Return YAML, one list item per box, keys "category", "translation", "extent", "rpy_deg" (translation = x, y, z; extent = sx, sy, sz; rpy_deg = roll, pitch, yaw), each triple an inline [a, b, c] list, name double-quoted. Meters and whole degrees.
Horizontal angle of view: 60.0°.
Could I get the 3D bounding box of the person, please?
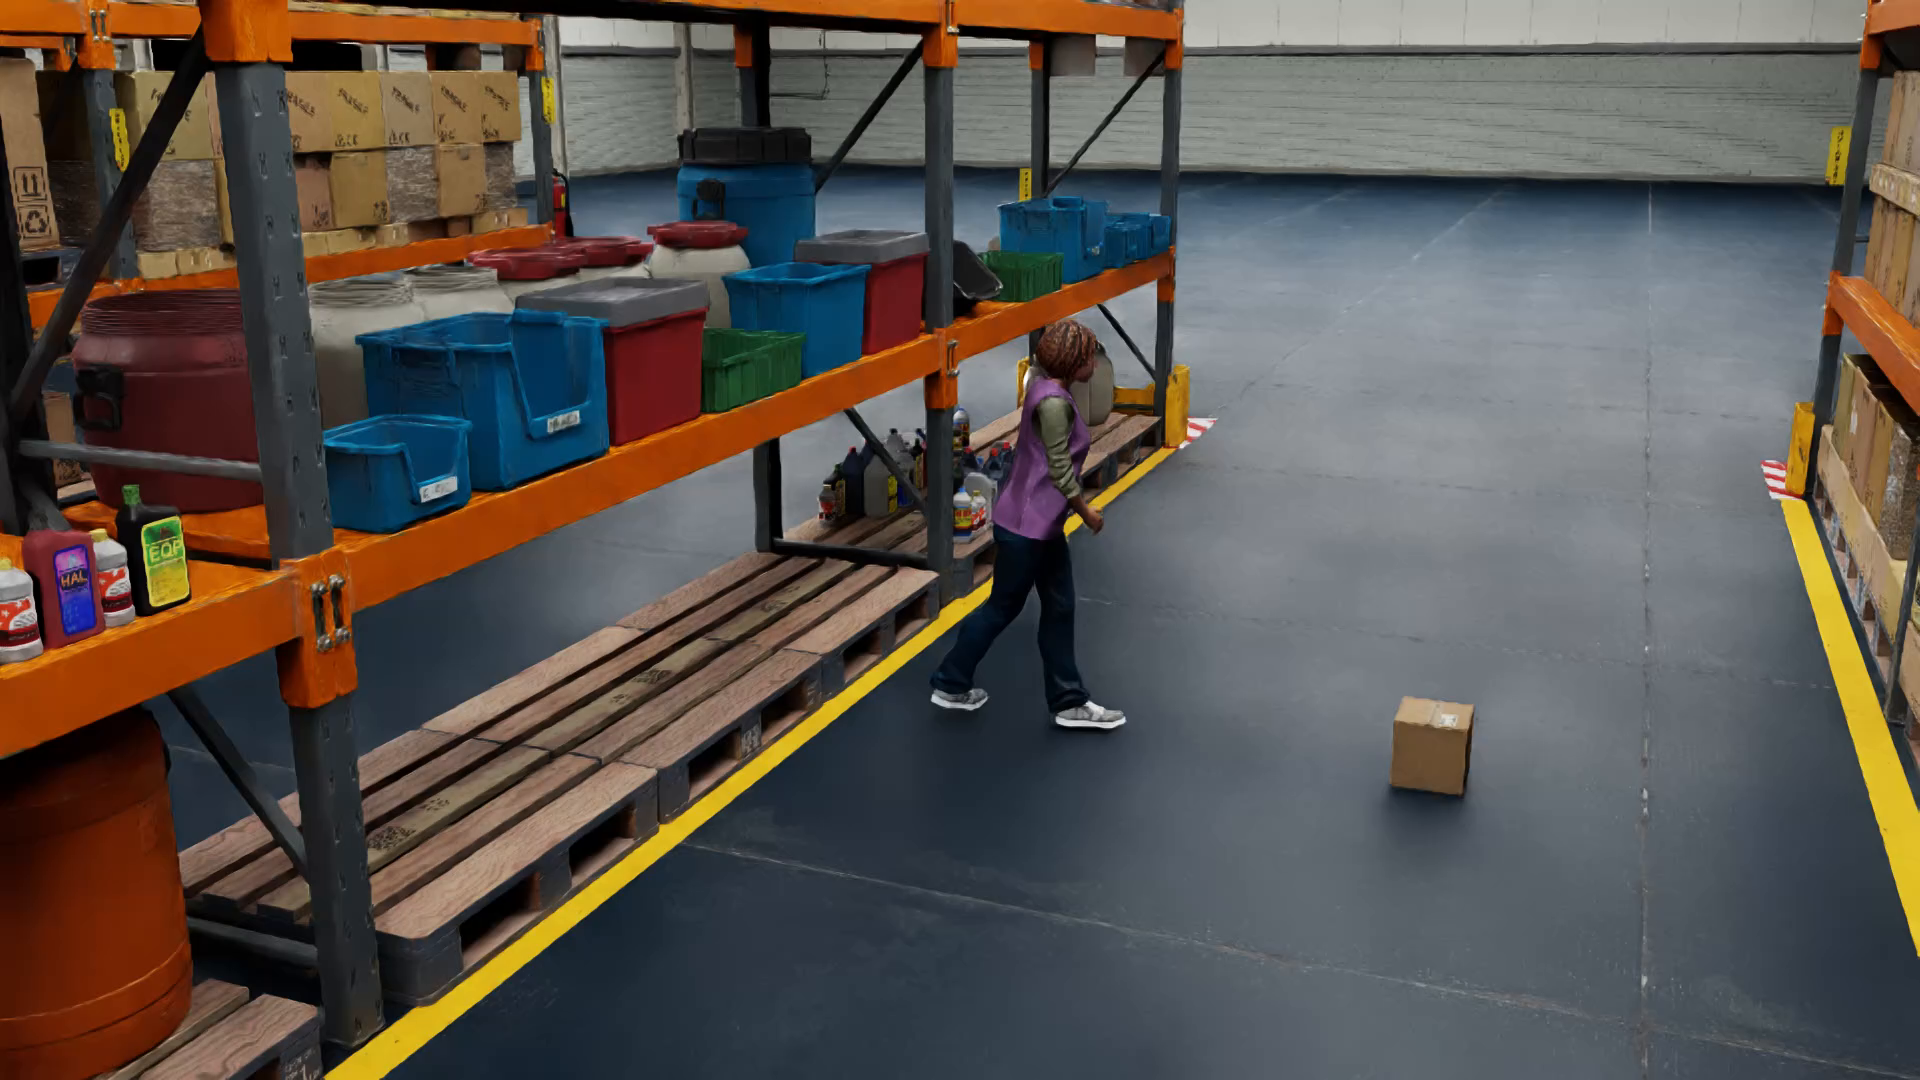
- category: "person"
  translation: [0.270, -0.060, 6.280]
  extent: [0.764, 1.562, 0.415]
  rpy_deg: [3, 16, 9]
